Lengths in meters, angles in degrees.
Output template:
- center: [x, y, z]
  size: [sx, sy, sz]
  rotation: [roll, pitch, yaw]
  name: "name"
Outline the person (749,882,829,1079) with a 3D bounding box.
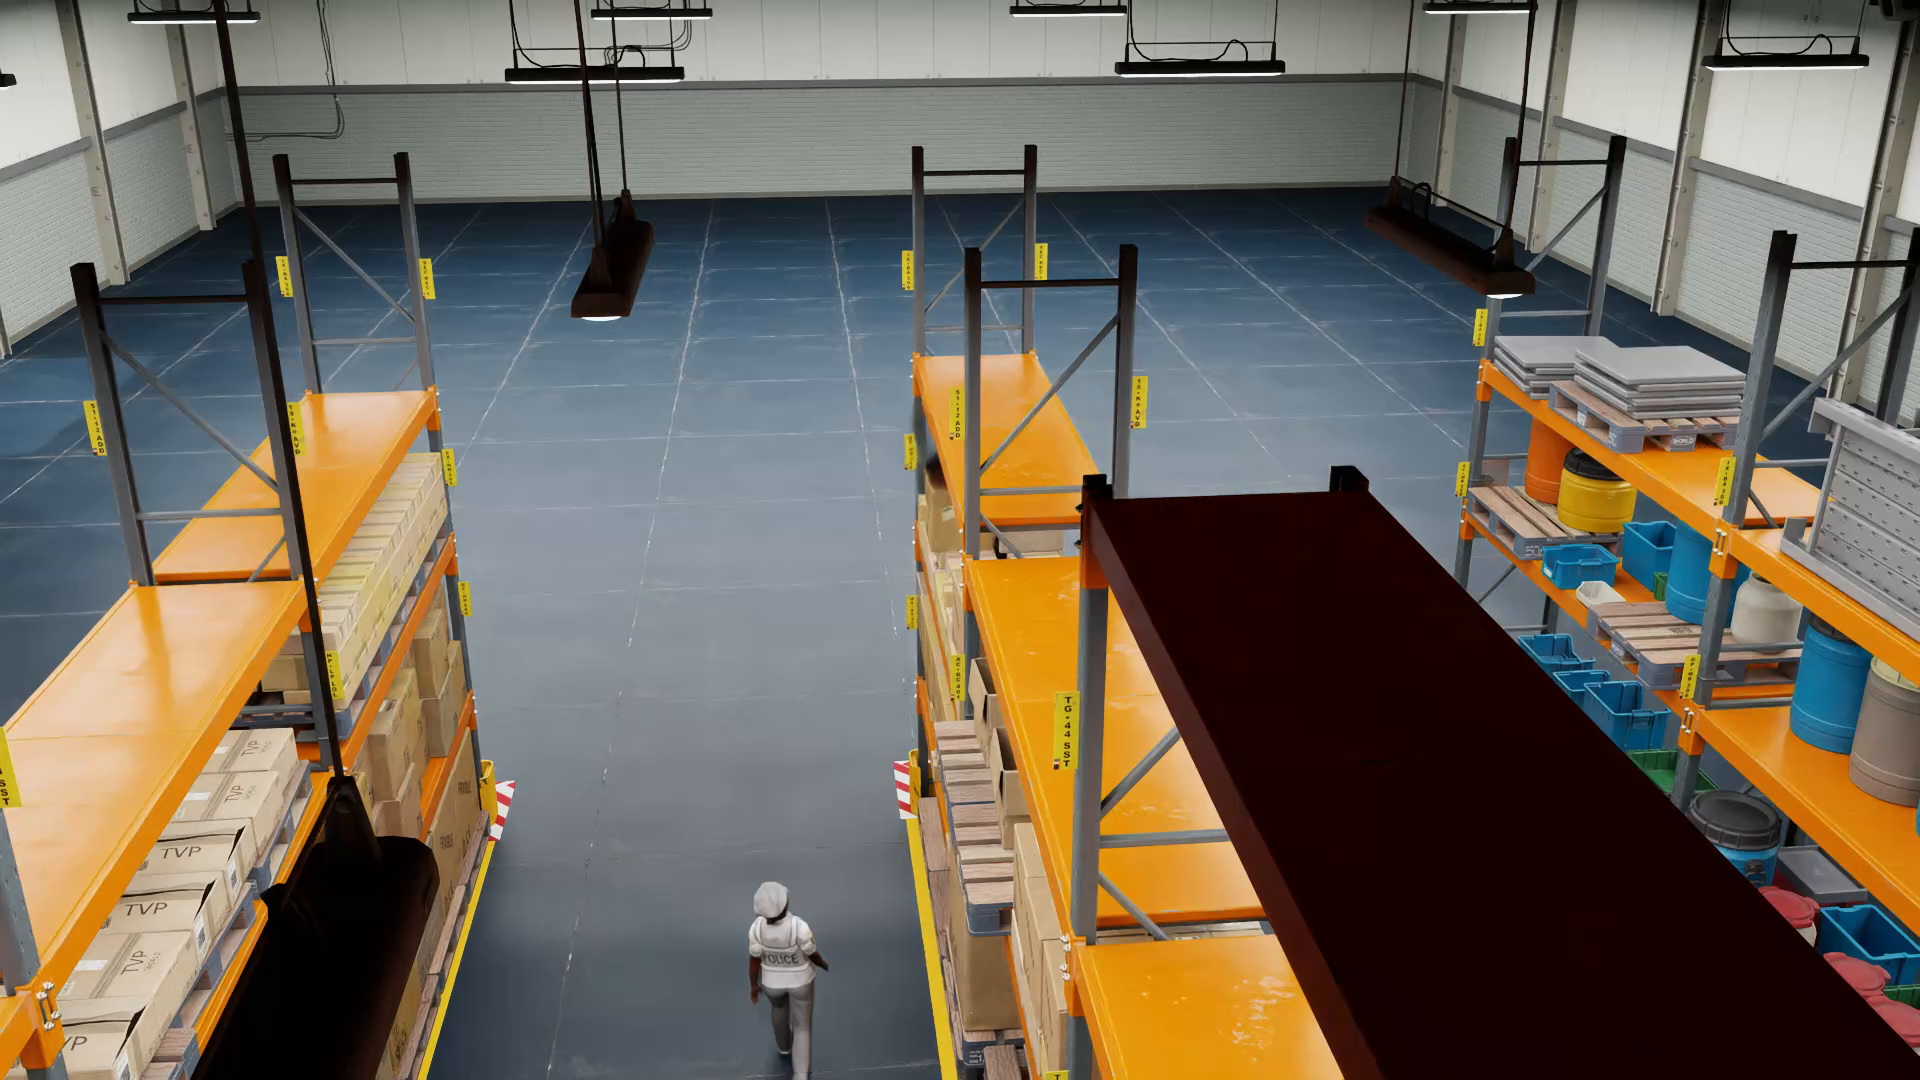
- center: [-1.203, 3.068, 11.653]
  size: [0.543, 1.645, 0.976]
  rotation: [0, 22, -1]
  name: "person"
